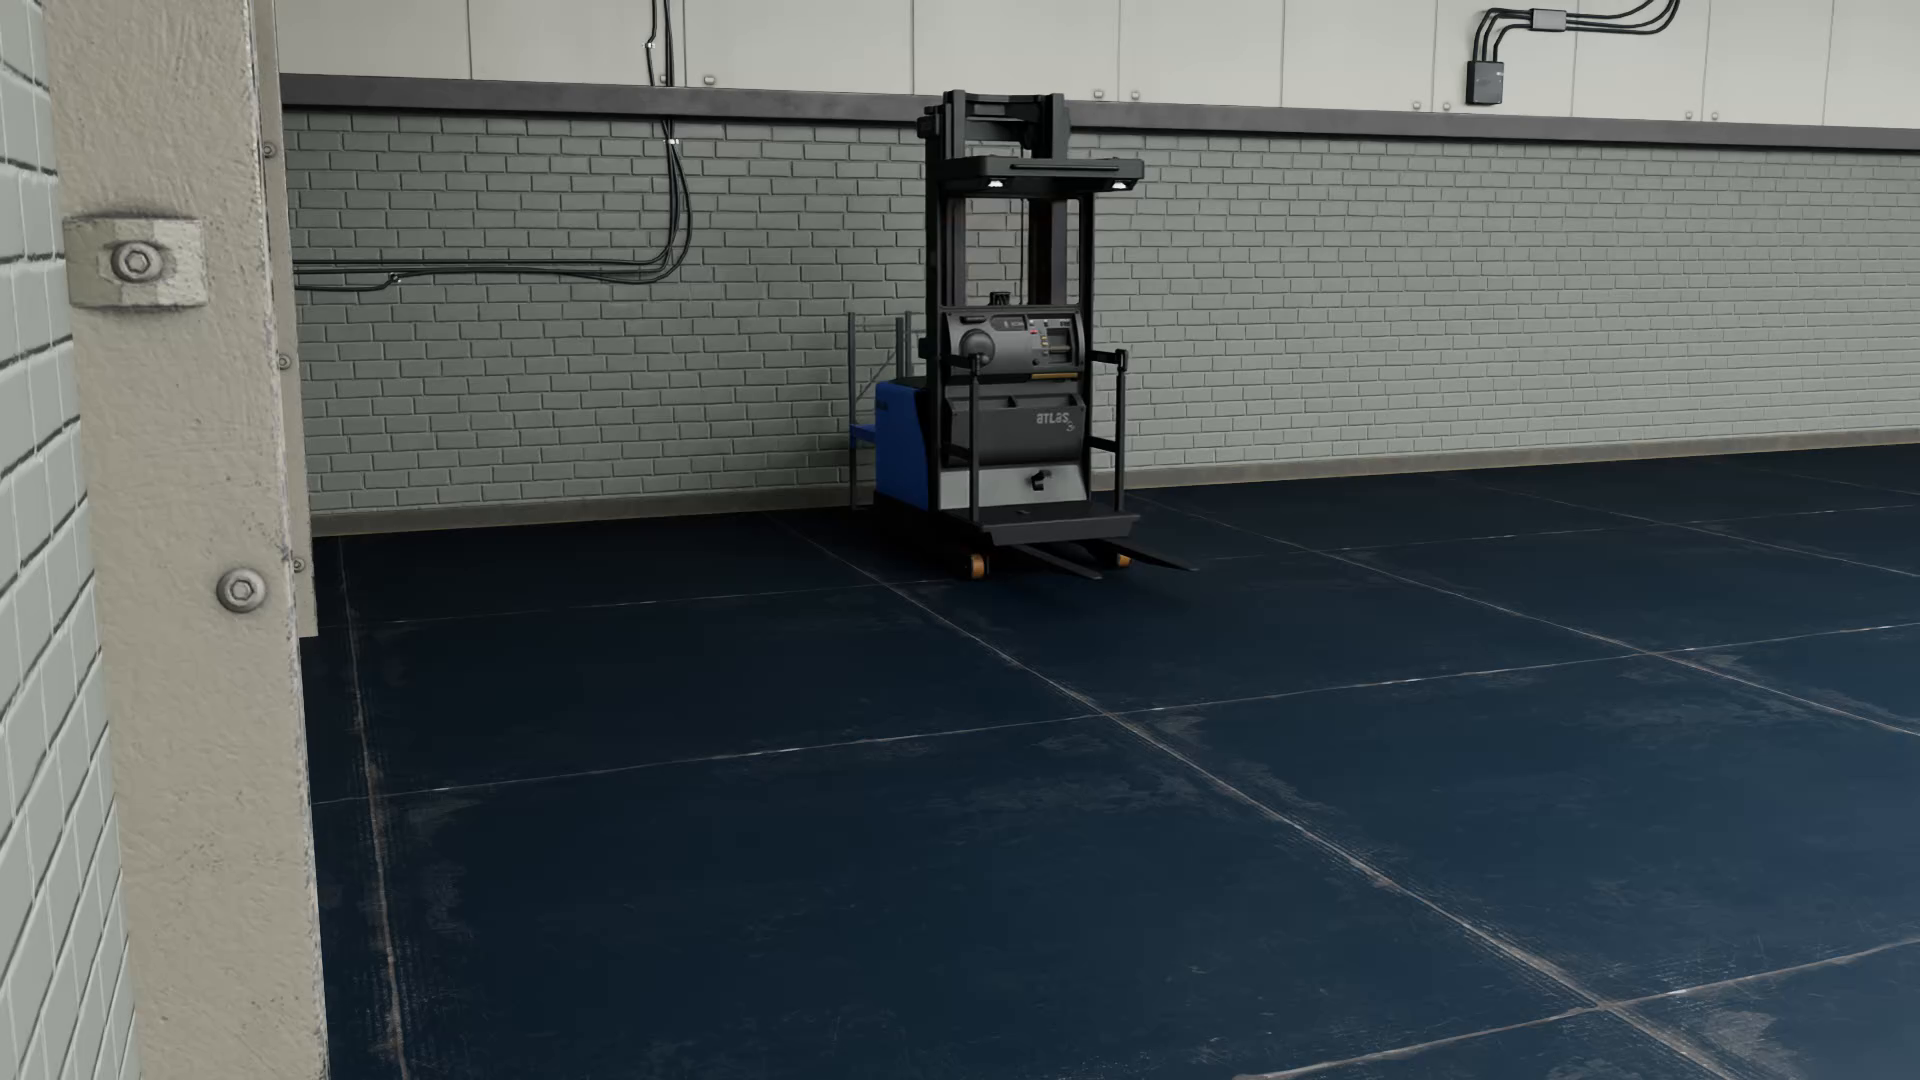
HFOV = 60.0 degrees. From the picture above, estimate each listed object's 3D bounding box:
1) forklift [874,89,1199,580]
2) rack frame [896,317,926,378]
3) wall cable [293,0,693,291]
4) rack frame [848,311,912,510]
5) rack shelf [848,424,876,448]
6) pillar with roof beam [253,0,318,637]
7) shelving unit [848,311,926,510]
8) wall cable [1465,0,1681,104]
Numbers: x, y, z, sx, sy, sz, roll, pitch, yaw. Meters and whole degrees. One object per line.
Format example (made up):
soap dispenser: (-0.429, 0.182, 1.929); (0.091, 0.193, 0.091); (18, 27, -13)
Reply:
forklift: (0.436, -1.283, 10.266); (1.130, 2.935, 3.031); (-4, 11, -22)
rack frame: (-0.210, -0.822, 11.760); (0.500, 1.500, 0.032); (-4, 11, -22)
wall cable: (-3.380, -2.992, 11.410); (3.097, 2.526, 0.112); (-4, 11, -21)
rack frame: (-0.604, -0.986, 12.683); (0.500, 1.500, 0.032); (-4, 11, -22)
rack shelf: (-0.407, -0.727, 12.253); (0.538, 0.185, 1.000); (-4, 11, -22)
pillar with roof beam: (0.467, -4.229, 9.499); (9.100, 9.000, 0.400); (-4, 11, -21)
shelving unit: (-0.407, -0.904, 12.221); (0.538, 1.500, 1.048); (-4, 11, -22)
wall cable: (5.474, -6.795, 14.213); (2.305, 6.003, 0.169); (-4, 11, -21)
